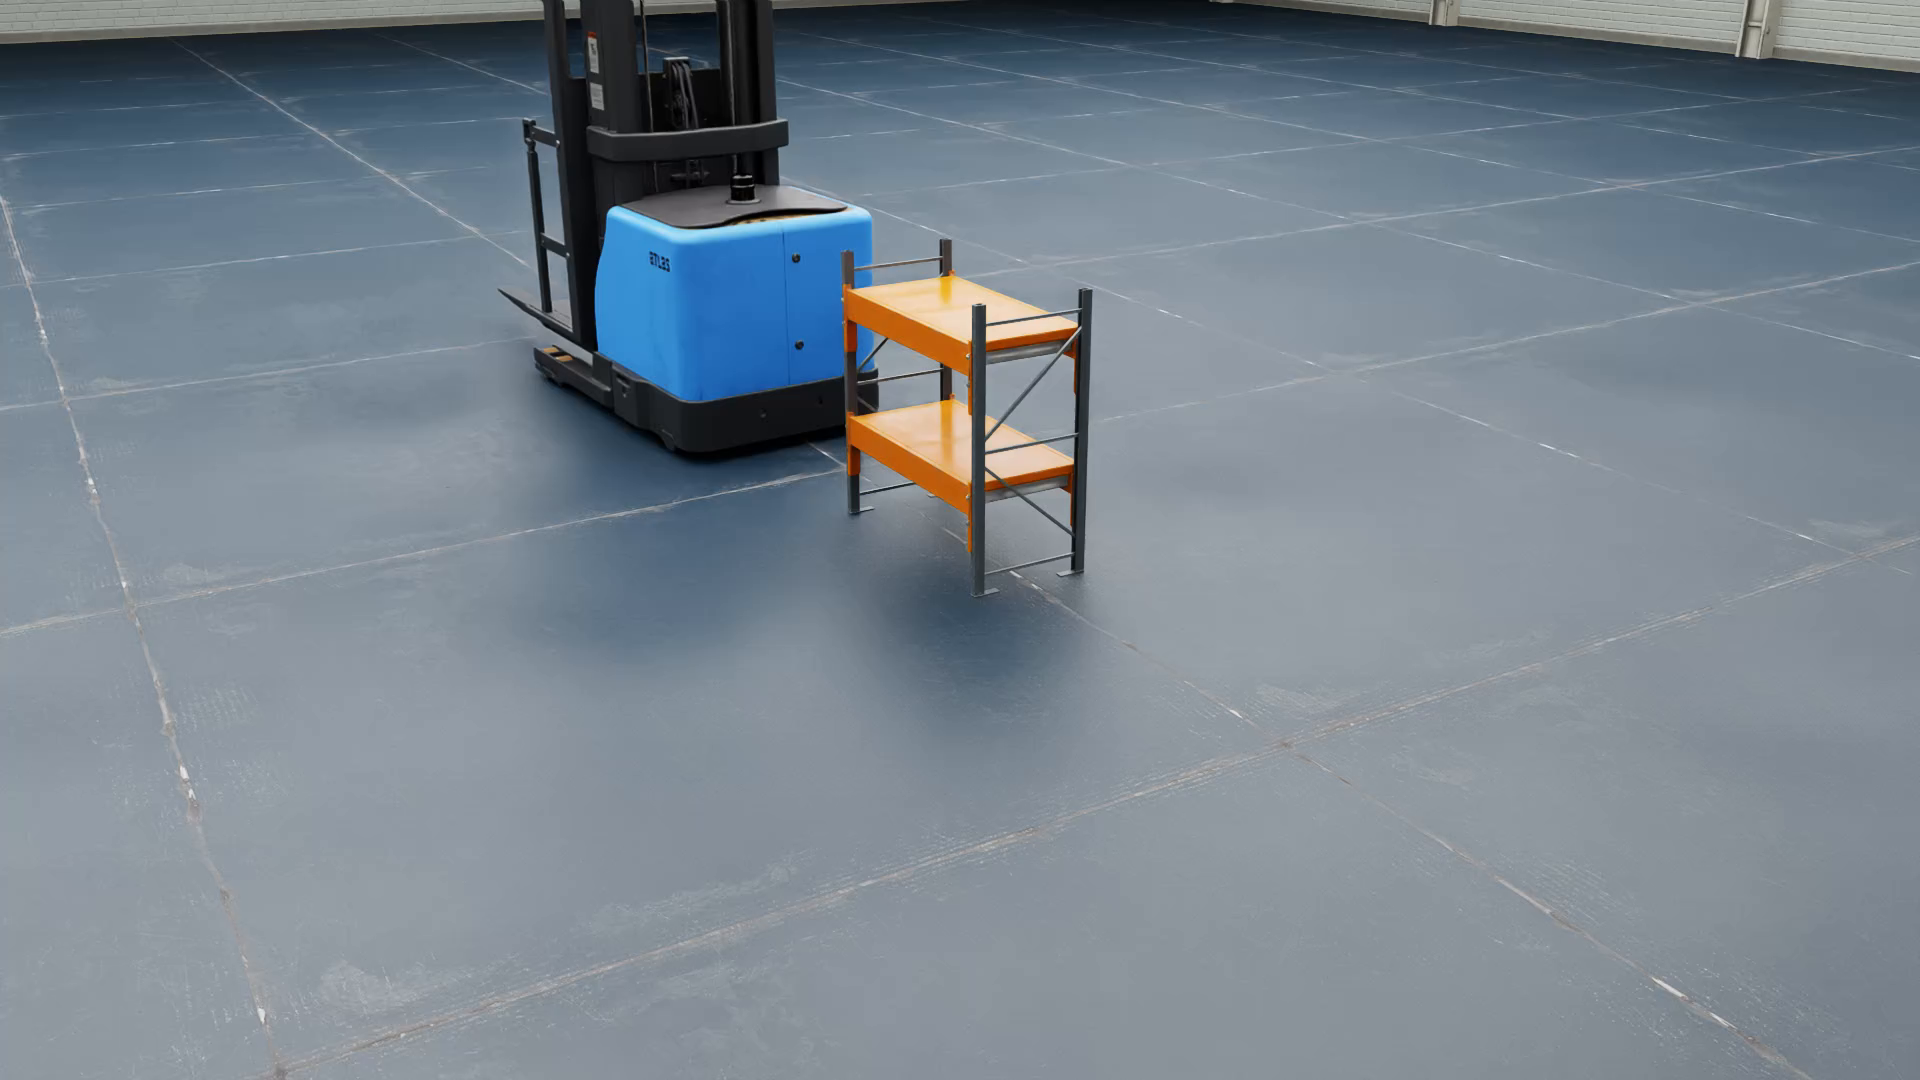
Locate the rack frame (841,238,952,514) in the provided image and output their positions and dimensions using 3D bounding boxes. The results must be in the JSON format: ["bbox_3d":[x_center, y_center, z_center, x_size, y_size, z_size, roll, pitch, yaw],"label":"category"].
[{"bbox_3d":[-0.256,-0.683,6.999,0.500,1.125,0.032,-13,25,-28],"label":"rack frame"}]

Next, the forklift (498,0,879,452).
[{"bbox_3d":[-1.635,-2.258,8.475,1.130,2.935,3.031,-14,26,-31],"label":"forklift"}]

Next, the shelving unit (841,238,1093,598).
[{"bbox_3d":[0.003,-0.519,6.594,0.538,1.125,1.048,-13,25,-28],"label":"shelving unit"}]

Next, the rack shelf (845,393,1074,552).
[{"bbox_3d":[0.003,-0.292,6.686,0.538,0.278,1.000,-13,25,-28],"label":"rack shelf"}]

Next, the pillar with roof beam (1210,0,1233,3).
[{"bbox_3d":[1.560,-14.154,29.683,9.100,9.000,0.400,-13,25,-28],"label":"pillar with roof beam"}]

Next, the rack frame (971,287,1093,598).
[{"bbox_3d":[0.263,-0.354,6.189,0.500,1.125,0.032,-13,25,-28],"label":"rack frame"}]

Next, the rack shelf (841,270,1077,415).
[{"bbox_3d":[0.003,-0.790,6.484,0.538,0.278,1.000,-13,25,-28],"label":"rack shelf"}]

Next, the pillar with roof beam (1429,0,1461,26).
[{"bbox_3d":[4.625,-12.212,24.905,9.100,9.000,0.400,-13,25,-28],"label":"pillar with roof beam"}]

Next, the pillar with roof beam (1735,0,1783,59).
[{"bbox_3d":[7.689,-10.269,20.126,9.100,9.000,0.400,-13,25,-28],"label":"pillar with roof beam"}]
